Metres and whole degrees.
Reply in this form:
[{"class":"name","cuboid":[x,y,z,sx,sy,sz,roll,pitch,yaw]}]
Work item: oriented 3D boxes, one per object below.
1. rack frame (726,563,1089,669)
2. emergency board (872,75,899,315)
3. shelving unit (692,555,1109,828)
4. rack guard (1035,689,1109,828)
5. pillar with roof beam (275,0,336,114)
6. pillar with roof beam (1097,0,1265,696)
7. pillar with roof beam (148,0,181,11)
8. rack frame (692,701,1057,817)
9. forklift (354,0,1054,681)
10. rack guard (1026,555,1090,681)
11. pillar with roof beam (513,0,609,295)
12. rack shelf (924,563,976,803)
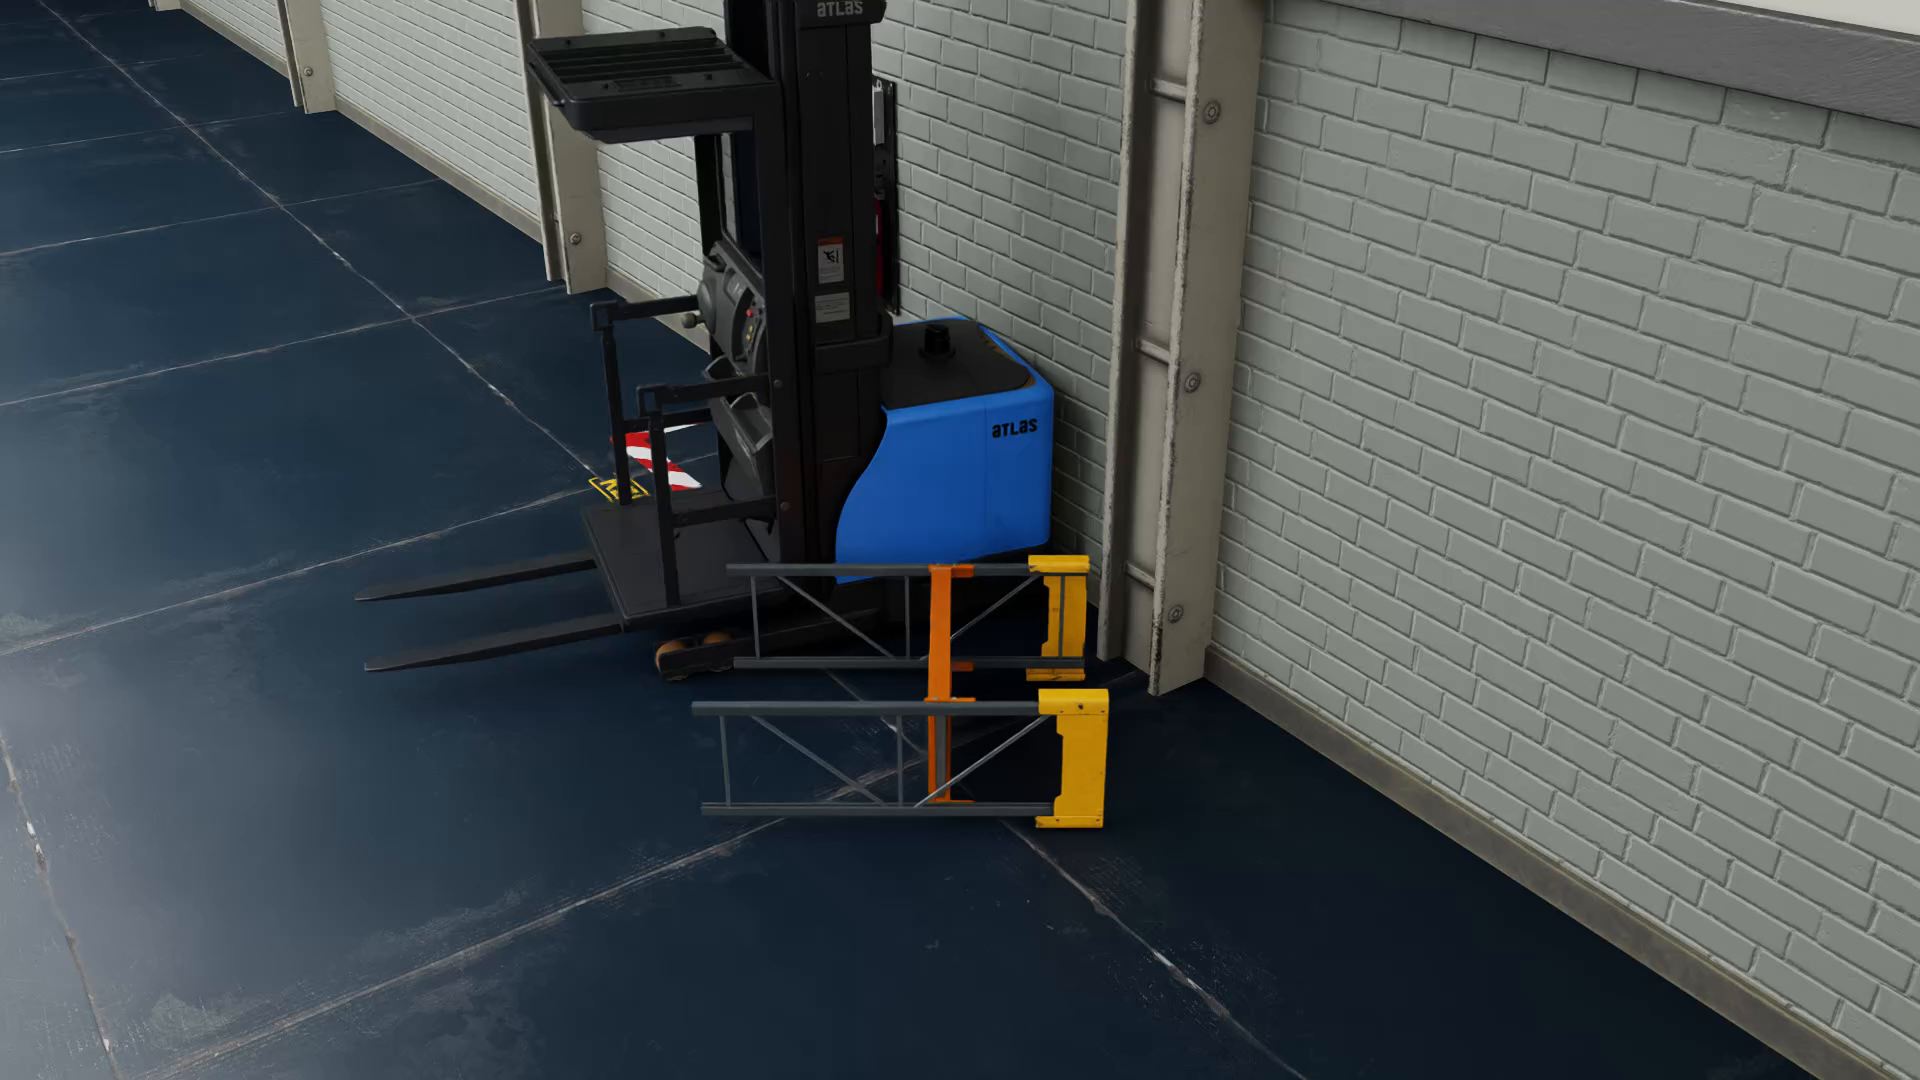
[{"class":"rack frame","cuboid":[-0.217,0.324,7.011,1.500,0.500,0.032,0,29,0]},{"class":"emergency board","cuboid":[-0.566,-1.746,8.322,0.194,1.169,0.643,-19,34,-31]},{"class":"shelving unit","cuboid":[-0.217,0.571,6.556,1.500,0.587,1.083,0,29,0]},{"class":"rack guard","cuboid":[0.409,0.808,6.119,0.250,0.587,0.087,0,29,0]},{"class":"pillar with roof beam","cuboid":[-9.631,-6.884,11.497,9.100,9.000,0.400,-19,34,-31]},{"class":"pillar with roof beam","cuboid":[-2.670,-2.219,2.907,9.100,9.000,0.400,-19,34,-31]},{"class":"pillar with roof beam","cuboid":[-13.111,-9.217,15.792,9.100,9.000,0.400,-19,34,-31]},{"class":"rack frame","cuboid":[-0.216,0.809,6.118,1.500,0.500,0.032,0,29,0]},{"class":"forklift","cuboid":[-1.143,-0.969,6.964,3.031,2.935,1.130,-11,30,-19]},{"class":"rack guard","cuboid":[0.408,0.333,6.994,0.250,0.587,0.087,0,29,0]},{"class":"pillar with roof beam","cuboid":[-6.150,-4.552,7.202,9.100,9.000,0.400,-19,34,-31]},{"class":"rack shelf","cuboid":[-0.037,0.567,6.564,0.185,0.538,1.000,0,29,0]}]
